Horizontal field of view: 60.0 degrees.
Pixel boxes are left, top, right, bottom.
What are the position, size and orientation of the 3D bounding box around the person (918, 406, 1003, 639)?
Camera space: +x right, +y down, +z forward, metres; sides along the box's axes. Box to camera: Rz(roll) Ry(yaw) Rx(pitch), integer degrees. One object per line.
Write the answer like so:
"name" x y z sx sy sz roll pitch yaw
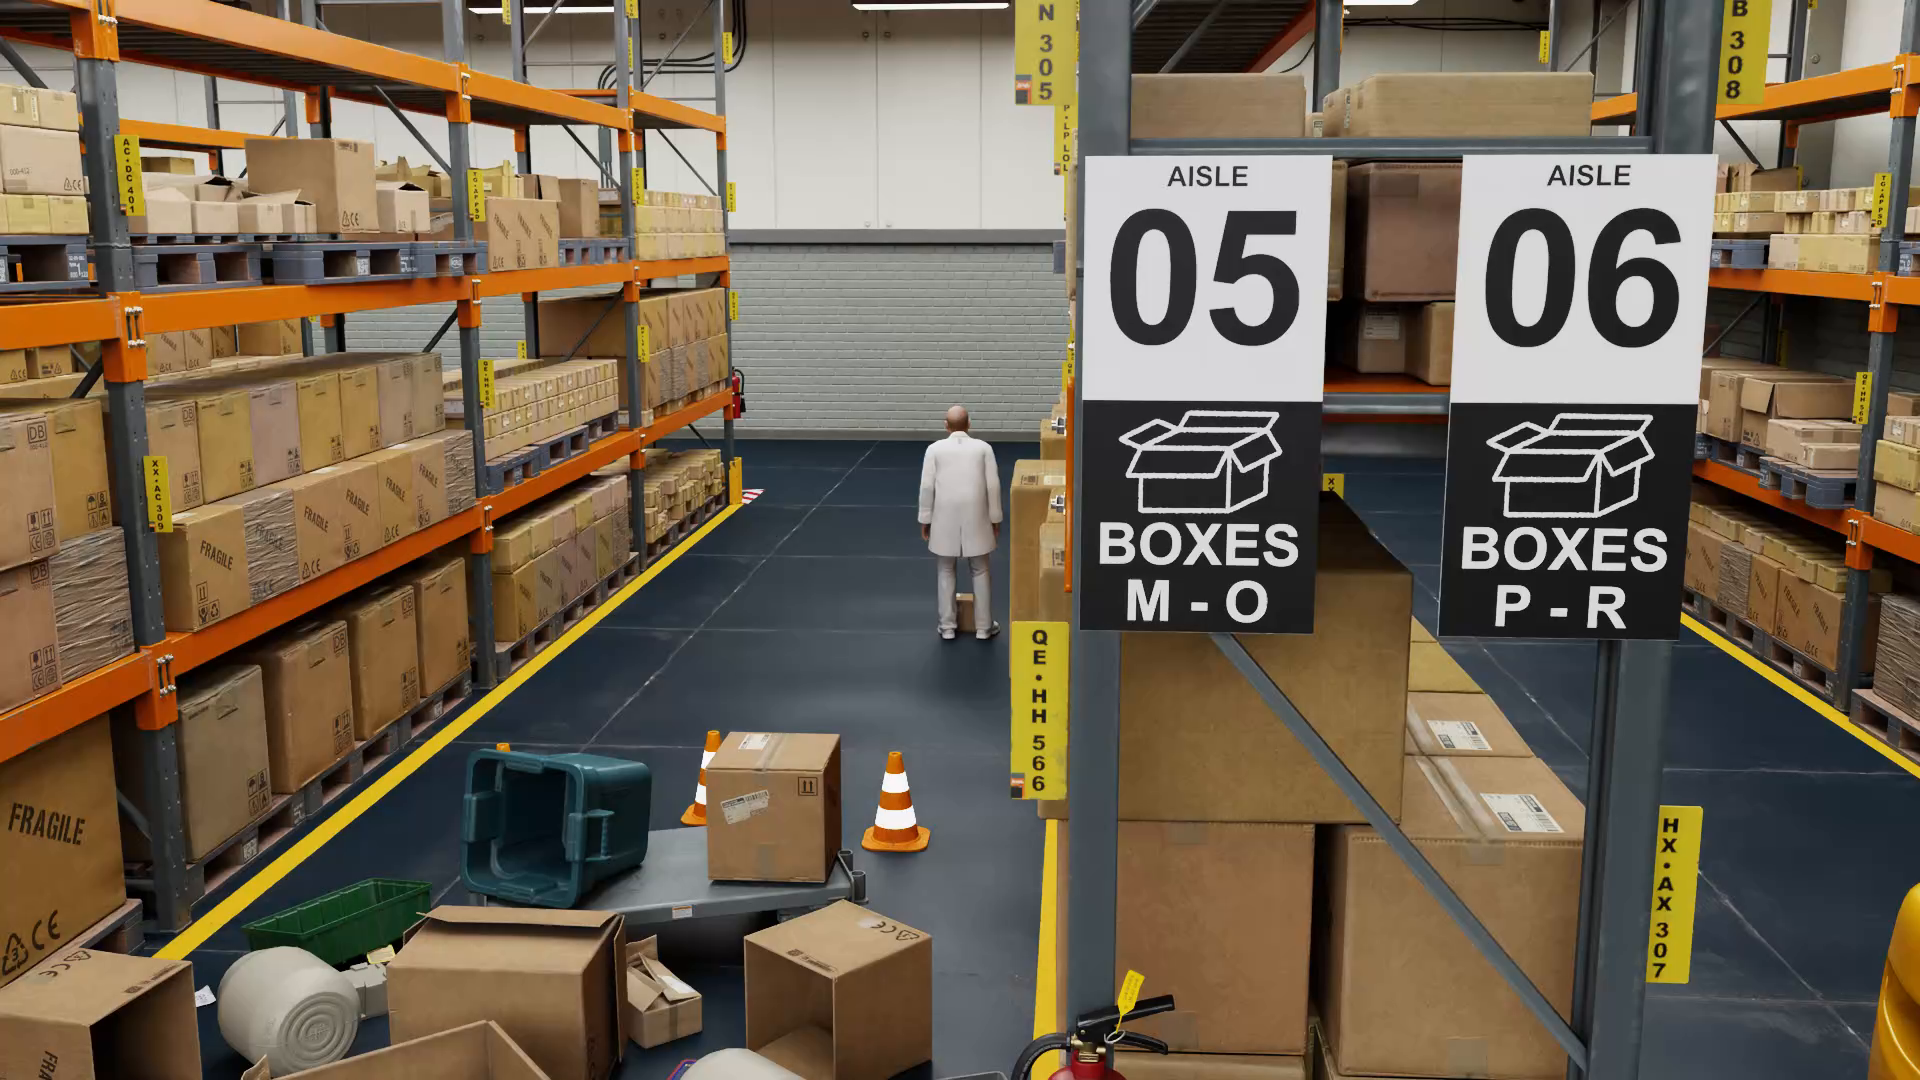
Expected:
"person" 0.003 -0.134 12.688 0.649 1.772 0.429 0 11 0
